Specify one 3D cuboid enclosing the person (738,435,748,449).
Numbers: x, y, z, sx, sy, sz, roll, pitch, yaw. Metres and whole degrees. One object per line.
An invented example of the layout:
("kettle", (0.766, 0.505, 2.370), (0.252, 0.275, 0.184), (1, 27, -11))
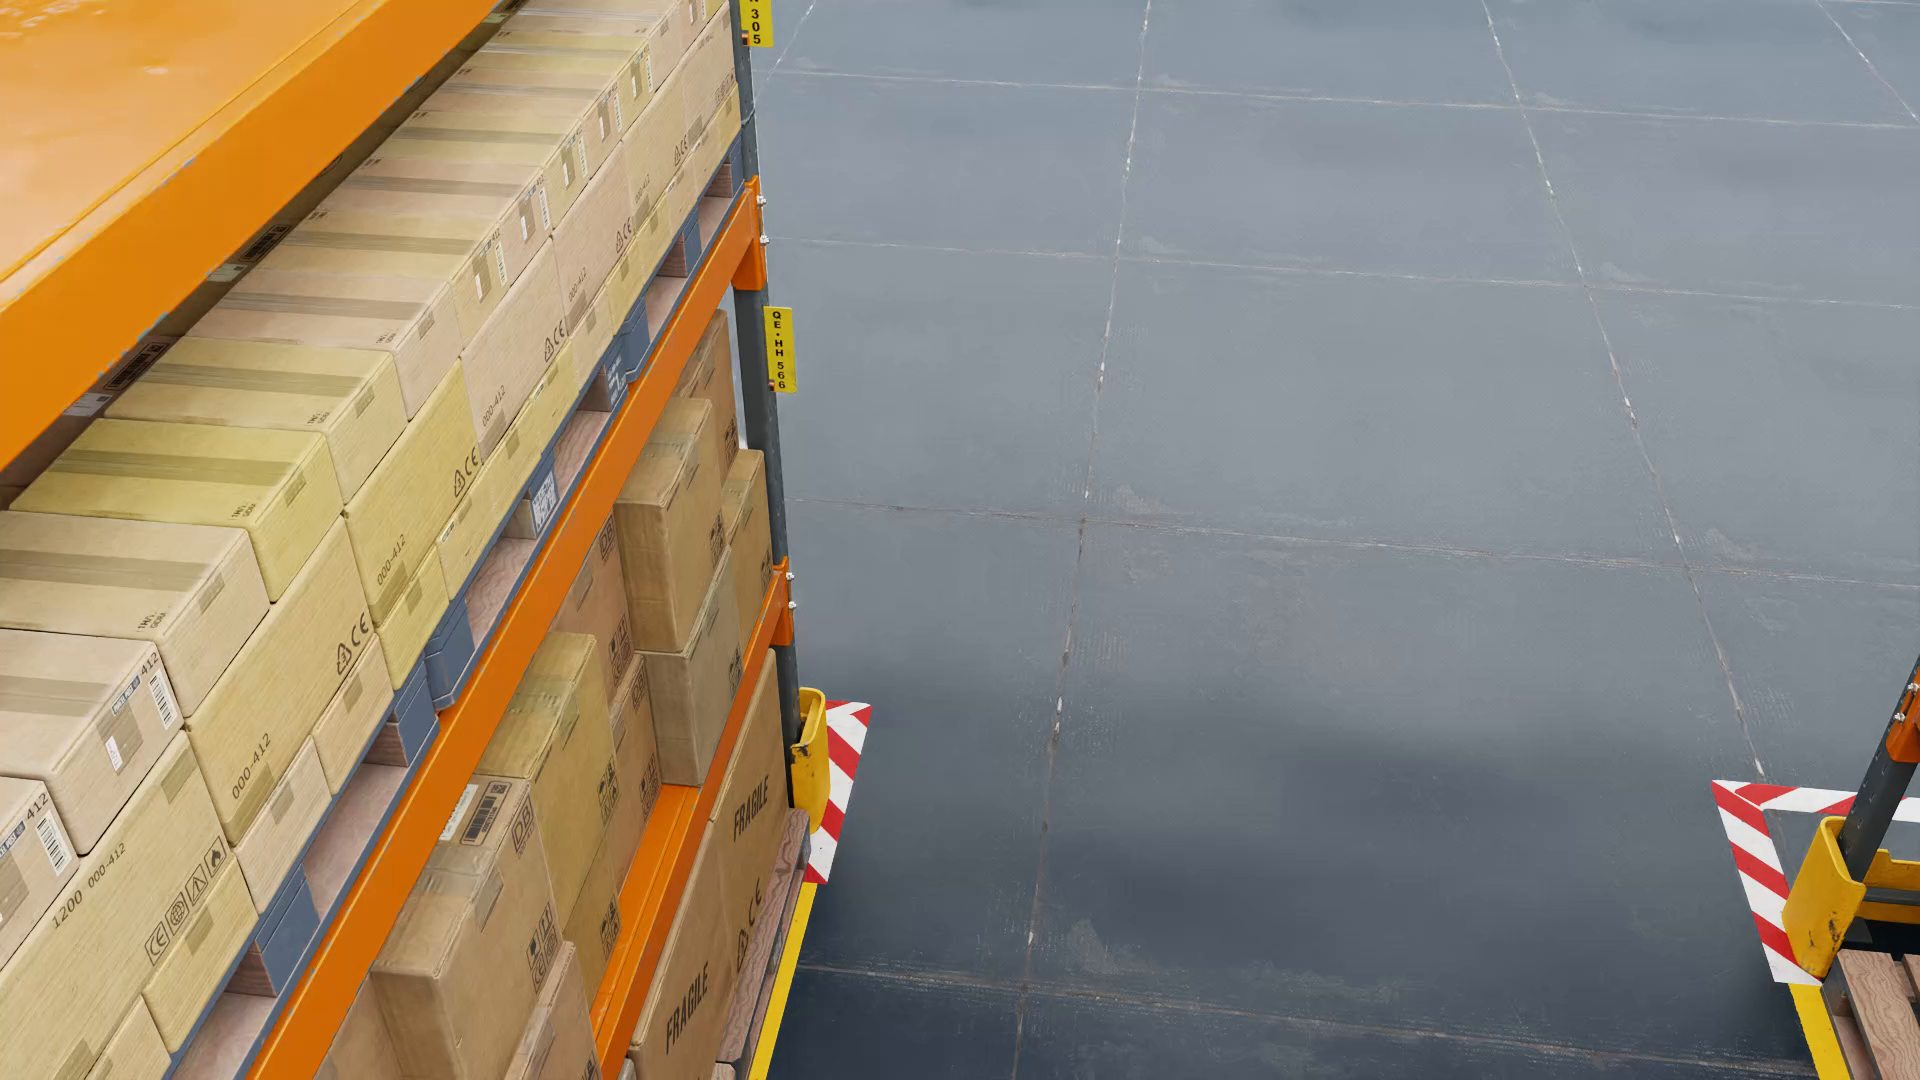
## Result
("person", (-1.176, -0.198, 7.342), (0.561, 1.631, 0.414), (4, 37, 5))
